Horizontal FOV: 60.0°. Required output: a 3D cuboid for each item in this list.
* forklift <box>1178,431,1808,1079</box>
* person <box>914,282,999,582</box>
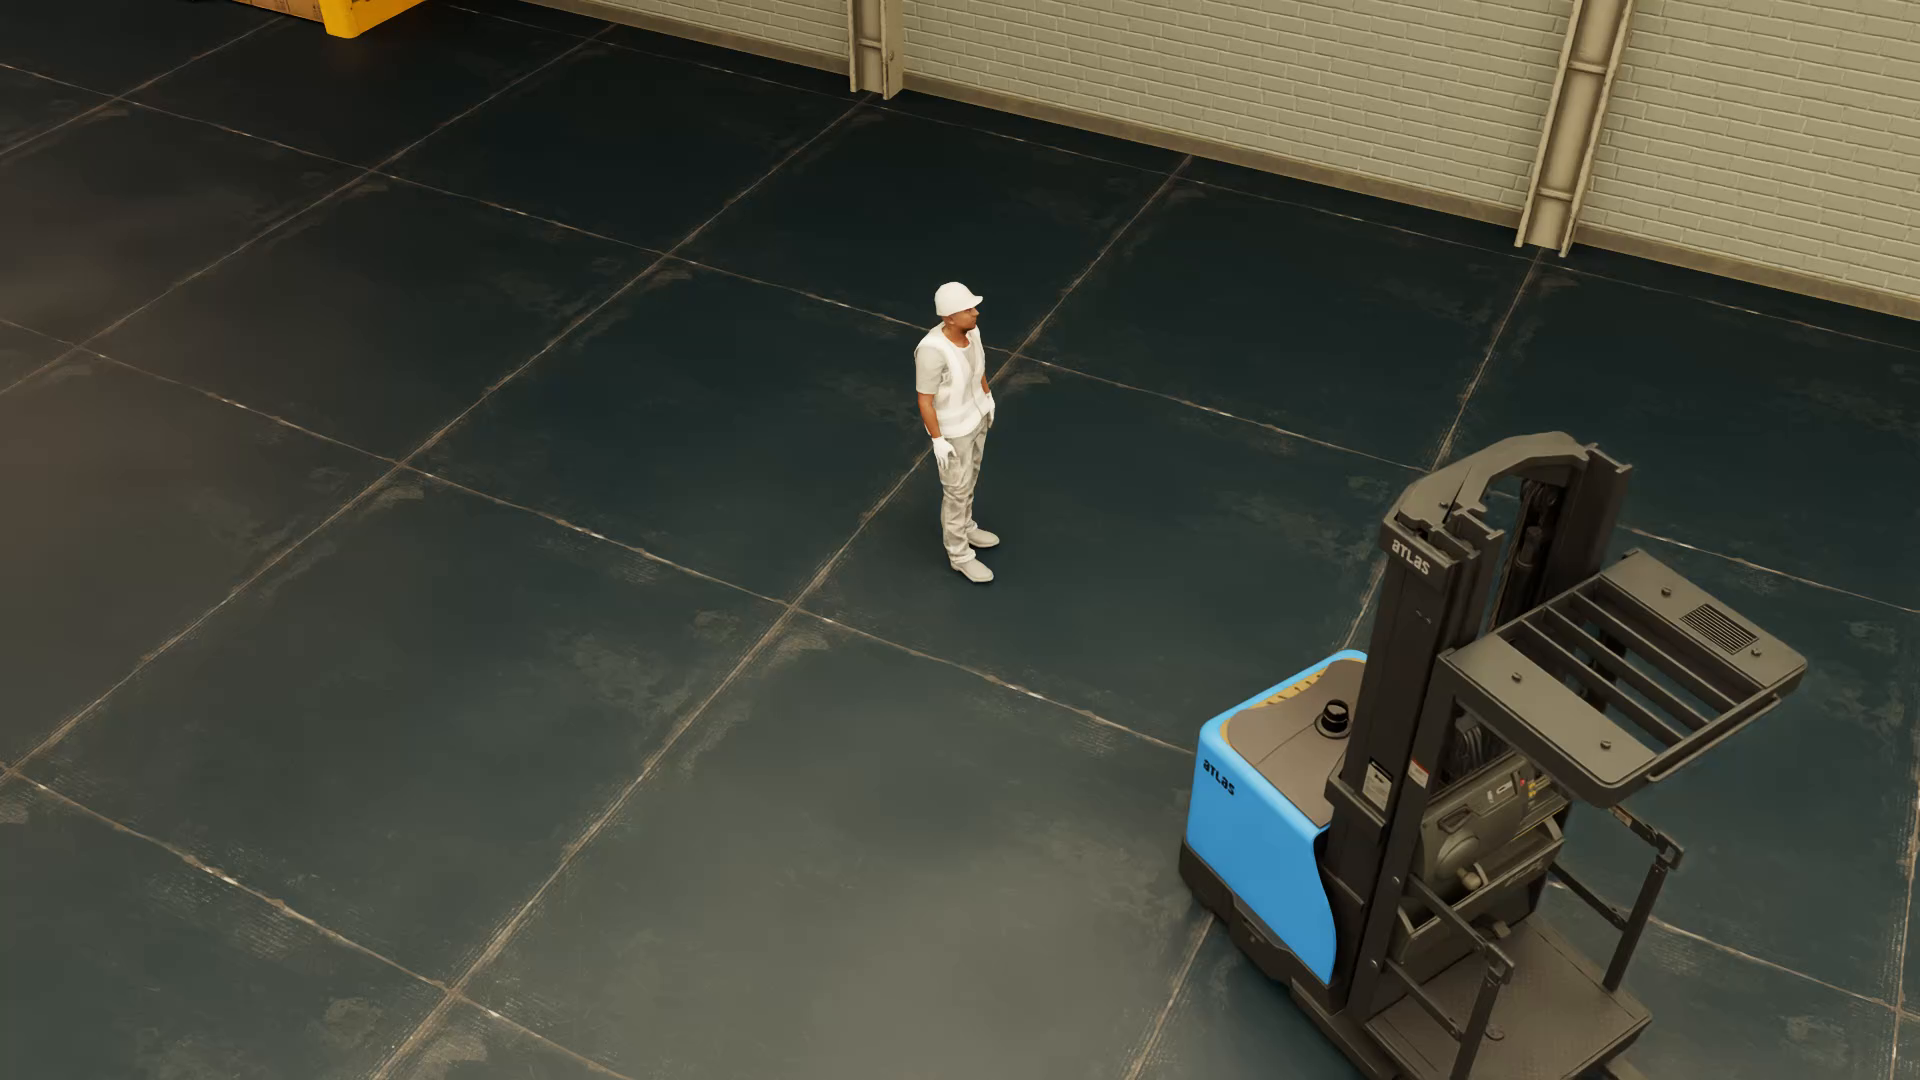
[{"bbox_3d":[2.315,1.165,6.603,1.130,2.935,3.031,-23,45,-25],"label":"forklift"},{"bbox_3d":[0.059,-0.661,9.651,0.577,1.782,0.656,18,43,21],"label":"person"}]
